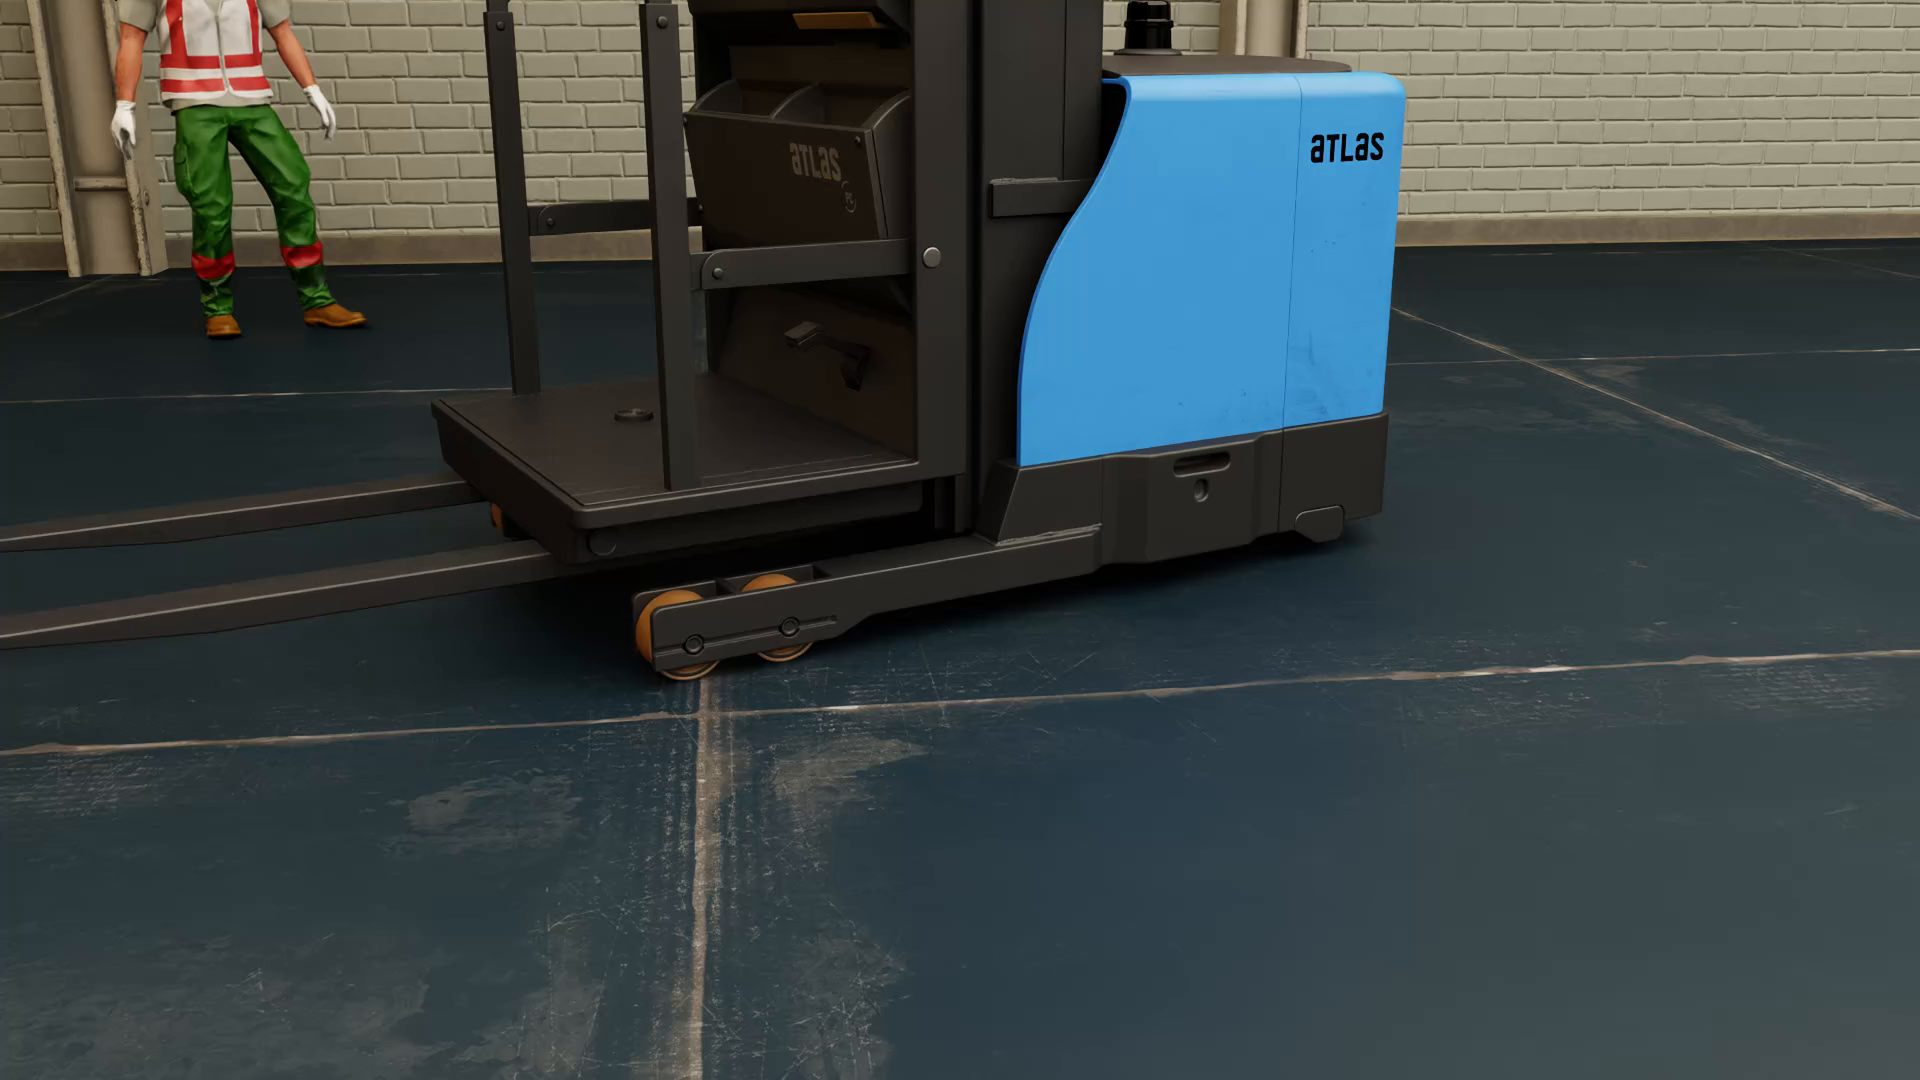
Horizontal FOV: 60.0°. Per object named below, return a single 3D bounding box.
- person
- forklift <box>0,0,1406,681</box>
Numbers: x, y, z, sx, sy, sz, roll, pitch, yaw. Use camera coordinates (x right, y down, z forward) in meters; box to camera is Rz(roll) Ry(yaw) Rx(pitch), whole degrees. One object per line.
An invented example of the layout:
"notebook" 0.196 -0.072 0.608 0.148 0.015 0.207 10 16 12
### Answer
"person" -2.864 -1.682 6.508 0.818 1.755 0.420 -14 22 -39
"forklift" -0.526 -1.315 3.251 3.031 2.935 1.130 -10 19 -29
